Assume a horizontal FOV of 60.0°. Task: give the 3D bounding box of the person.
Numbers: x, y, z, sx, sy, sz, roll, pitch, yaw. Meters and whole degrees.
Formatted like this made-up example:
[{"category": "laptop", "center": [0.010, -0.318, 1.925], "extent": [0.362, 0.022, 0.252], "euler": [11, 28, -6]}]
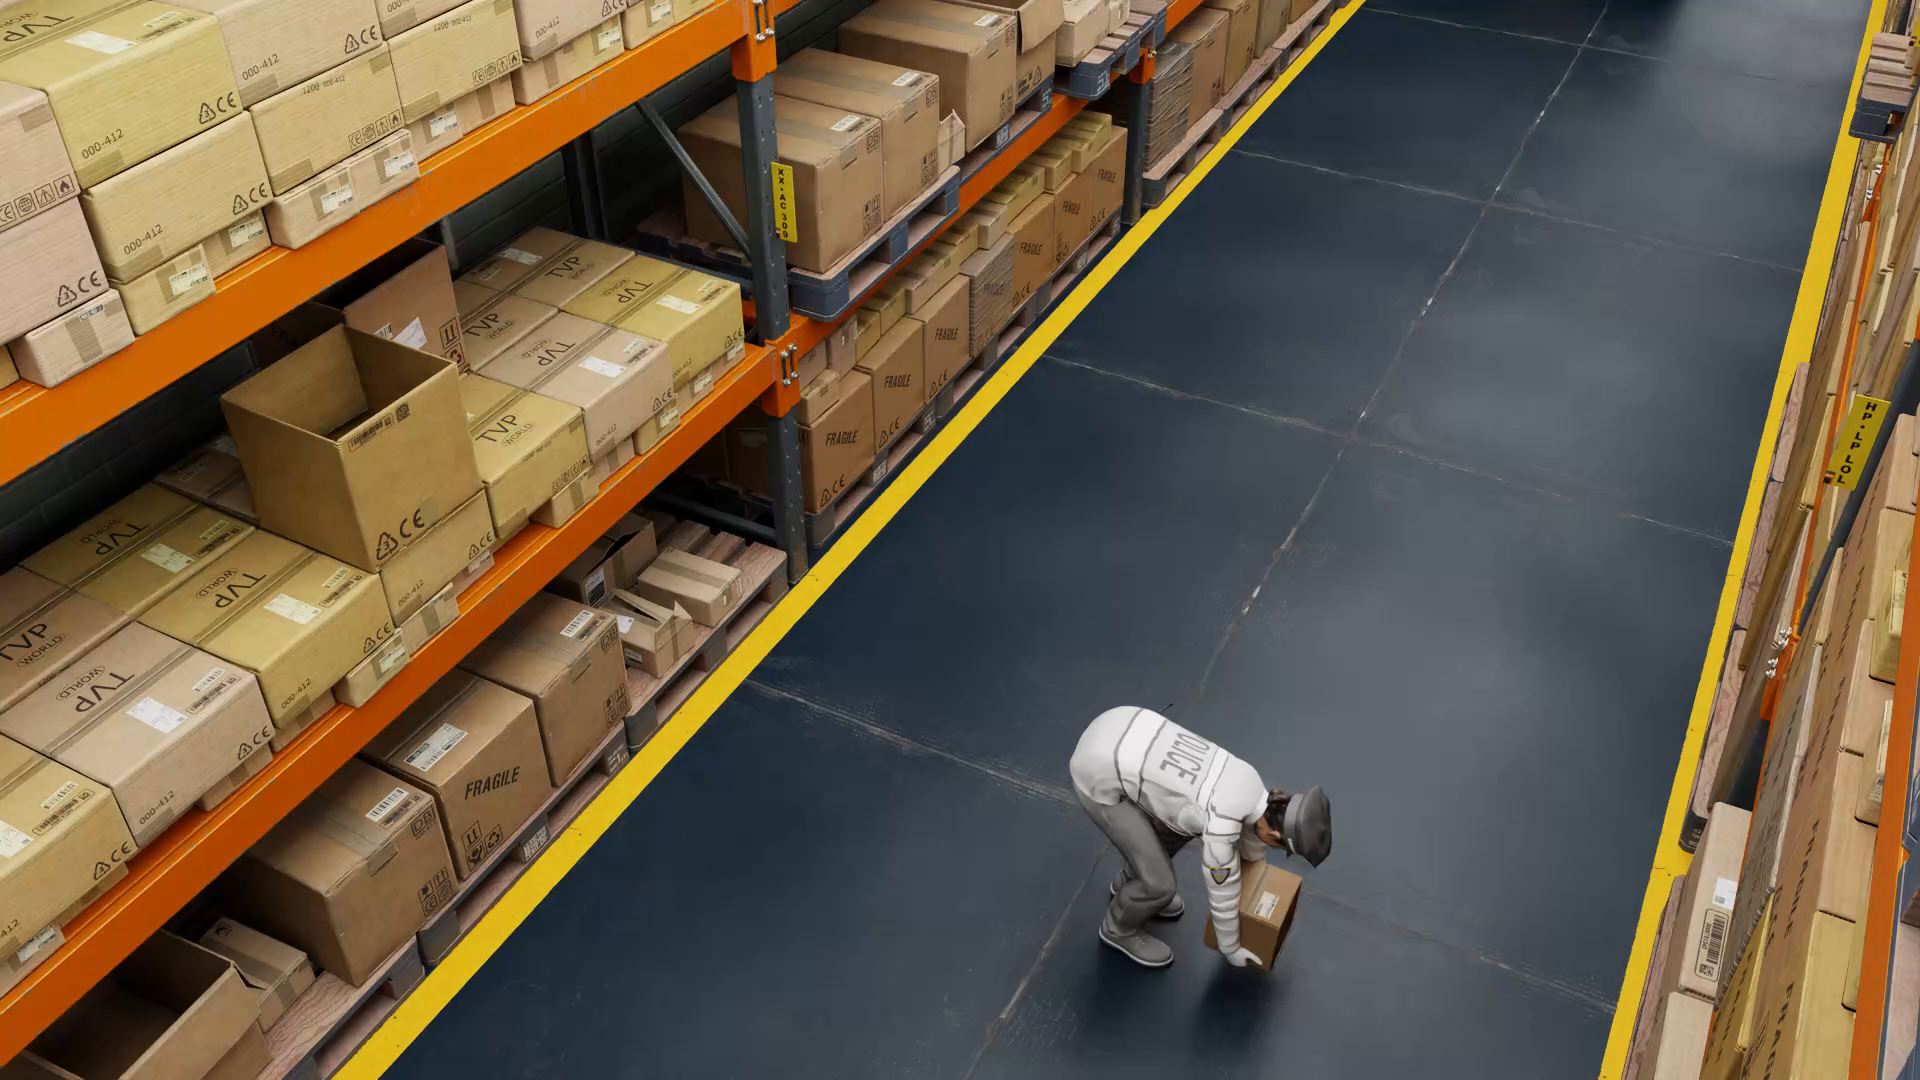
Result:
[{"category": "person", "center": [0.882, 1.104, 5.795], "extent": [0.776, 0.990, 0.378], "euler": [16, 41, 19]}]
